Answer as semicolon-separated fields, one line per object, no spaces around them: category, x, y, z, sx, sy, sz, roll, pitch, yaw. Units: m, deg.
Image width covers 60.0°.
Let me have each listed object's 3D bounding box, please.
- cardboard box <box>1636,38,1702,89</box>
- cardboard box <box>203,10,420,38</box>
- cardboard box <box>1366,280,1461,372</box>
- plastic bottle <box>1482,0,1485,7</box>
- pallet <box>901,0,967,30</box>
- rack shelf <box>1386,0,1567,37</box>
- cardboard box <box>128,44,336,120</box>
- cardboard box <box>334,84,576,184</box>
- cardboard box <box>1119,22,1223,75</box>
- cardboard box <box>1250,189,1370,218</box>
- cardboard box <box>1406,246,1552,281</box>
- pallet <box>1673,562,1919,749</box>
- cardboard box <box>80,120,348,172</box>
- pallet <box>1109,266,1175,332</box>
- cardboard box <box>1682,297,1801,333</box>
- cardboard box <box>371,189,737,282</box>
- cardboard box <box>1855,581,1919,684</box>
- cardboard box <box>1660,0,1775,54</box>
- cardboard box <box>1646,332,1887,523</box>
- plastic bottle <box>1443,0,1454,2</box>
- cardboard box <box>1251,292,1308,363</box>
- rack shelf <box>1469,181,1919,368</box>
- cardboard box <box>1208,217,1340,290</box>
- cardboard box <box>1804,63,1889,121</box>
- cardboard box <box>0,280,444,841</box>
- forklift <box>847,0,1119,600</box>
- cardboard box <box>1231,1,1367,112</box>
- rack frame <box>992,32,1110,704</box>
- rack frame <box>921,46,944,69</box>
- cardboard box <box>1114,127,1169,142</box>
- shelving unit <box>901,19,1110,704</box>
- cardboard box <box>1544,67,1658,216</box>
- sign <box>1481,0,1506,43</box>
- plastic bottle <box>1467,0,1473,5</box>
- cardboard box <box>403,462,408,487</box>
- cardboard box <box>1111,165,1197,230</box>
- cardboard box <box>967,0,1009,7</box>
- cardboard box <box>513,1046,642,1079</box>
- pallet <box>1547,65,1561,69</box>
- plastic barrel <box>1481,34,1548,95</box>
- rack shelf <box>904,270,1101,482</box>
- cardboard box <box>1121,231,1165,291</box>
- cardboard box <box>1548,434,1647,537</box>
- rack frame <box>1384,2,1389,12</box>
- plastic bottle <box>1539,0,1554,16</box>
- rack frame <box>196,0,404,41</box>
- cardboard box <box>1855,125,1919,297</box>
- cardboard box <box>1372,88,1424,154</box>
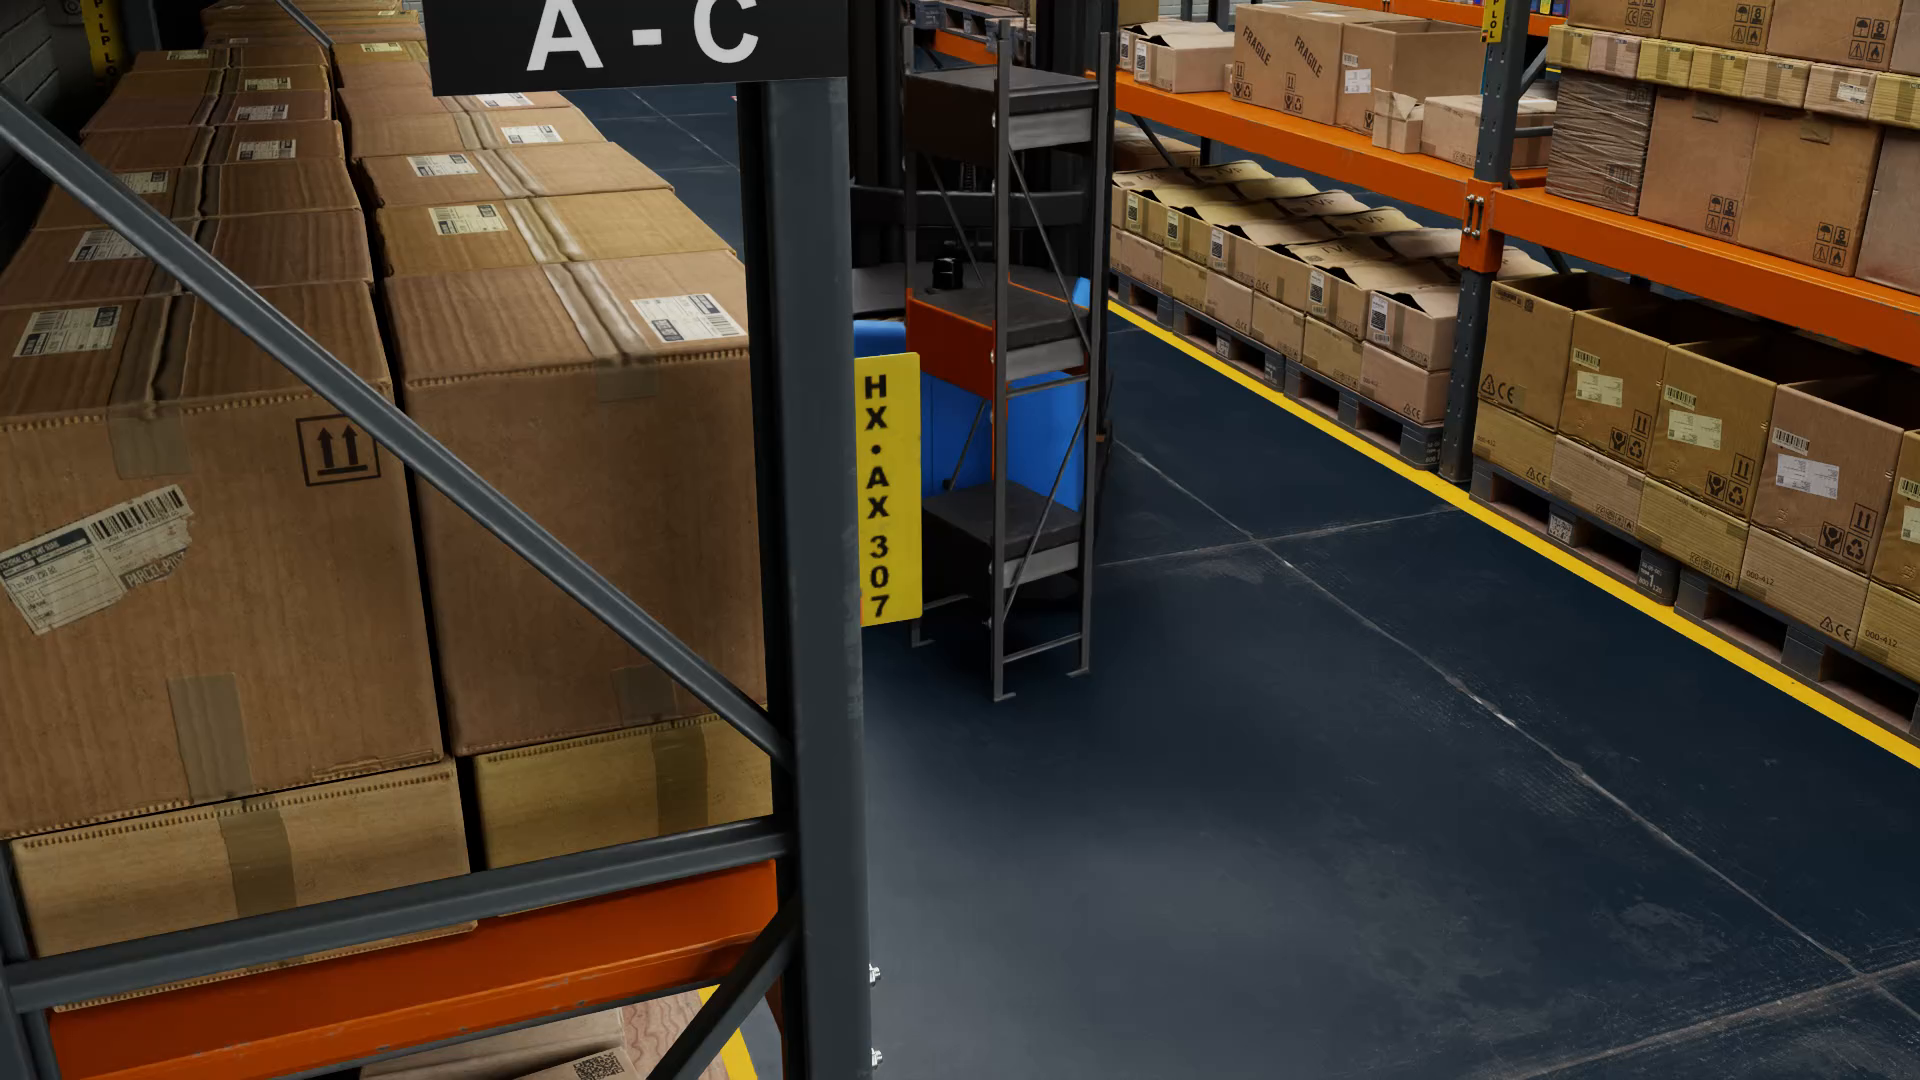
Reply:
cardboard box;2.715;-1.749;6.074;0.380;0.149;0.250;-9;24;-20
cardboard box;-2.352;-1.675;6.166;0.700;0.500;0.500;-6;24;-14
cardboard box;2.209;-1.006;7.552;0.500;0.311;0.500;-8;24;-19
plastic bottle;4.563;-4.684;14.162;0.152;0.276;0.135;-8;24;-19
pallet;-0.026;-4.226;13.162;1.003;0.211;1.213;-8;24;-19
rack shelf;5.136;-4.240;13.874;1.077;0.370;4.000;-8;24;-19
cardboard box;-2.042;-1.119;4.744;0.500;0.500;0.500;-9;24;-20
cardboard box;-1.207;-0.824;4.044;0.500;0.500;0.500;-9;24;-21
cardboard box;1.294;-2.988;10.091;0.500;0.311;0.500;-7;24;-16
cardboard box;1.988;-1.823;9.491;0.500;0.311;0.500;-9;24;-19
cardboard box;2.535;-1.265;8.167;0.500;0.311;0.500;-9;24;-20
pallet;3.296;0.310;5.742;1.003;0.211;1.213;-8;24;-19
cardboard box;-1.499;-0.561;3.421;0.500;0.500;0.500;-8;24;-18
pallet;1.461;-1.577;10.220;1.003;0.211;1.213;-8;24;-19
cardboard box;3.154;-0.664;6.496;0.500;0.500;0.500;-8;24;-19
cardboard box;-0.653;-0.260;2.707;0.500;0.500;0.500;-8;24;-19
cardboard box;3.201;0.298;5.181;0.500;0.250;0.500;-8;24;-19
cardboard box;2.962;-2.013;5.866;0.700;0.500;0.500;-8;24;-19
cardboard box;2.844;-0.411;5.896;0.500;0.500;0.500;-8;24;-19
plastic bottle;4.365;-4.888;14.644;0.152;0.276;0.135;-8;24;-19
cardboard box;1.844;-1.121;8.546;0.500;0.250;0.500;-8;24;-18
rack shelf;3.326;-0.655;5.369;1.077;0.370;4.000;-8;24;-19
cardboard box;1.671;-1.559;8.864;0.500;0.311;0.500;-9;24;-20
cardboard box;2.993;-1.466;5.403;0.380;0.149;0.250;-9;25;-21
cardboard box;-0.965;-0.007;2.106;0.500;0.500;0.500;-9;24;-20
forklift;0.112;-1.671;6.941;1.130;2.935;3.031;3;23;7
cardboard box;1.815;-2.605;8.941;0.500;0.500;0.500;-10;25;-22
rack frame;0.272;-0.476;5.175;0.400;2.100;0.015;-15;27;-32
rack frame;-0.206;-4.620;13.850;1.000;3.000;0.127;-8;24;-19
cardboard box;1.123;-2.612;11.736;0.500;0.500;0.500;-9;25;-21
shelving unit;0.131;-0.553;5.359;0.431;2.100;0.503;-15;27;-32
cardboard box;2.783;-1.599;6.553;0.700;0.500;0.500;-9;24;-20
sign;2.116;-2.132;6.558;0.100;0.325;0.005;-8;24;-19
plastic bottle;4.450;-4.737;14.382;0.097;0.201;0.097;0;23;0
cardboard box;-0.847;-0.113;3.322;0.500;0.250;0.500;-9;24;-20
cardboard box;1.117;-2.121;10.198;0.500;0.311;0.500;-7;24;-17
cardboard box;0.476;-4.226;12.246;0.700;0.500;0.500;-15;27;-32
cardboard box;-0.760;1.194;2.951;0.500;0.311;0.500;-11;25;-25
pallet;8.005;-5.867;20.397;1.003;0.211;1.213;-8;24;-19
plastic barrel;4.855;-4.068;14.700;0.600;0.901;0.708;-8;24;-19
rack shelf;0.131;-0.540;5.364;0.431;0.518;0.480;-15;27;-32
cardboard box;1.296;-1.680;9.874;0.500;0.250;0.500;-9;24;-20
cardboard box;2.672;-0.247;6.474;0.500;0.250;0.500;-8;24;-19
rack frame;4.429;-5.298;15.459;1.000;3.000;0.127;-8;24;-19
plastic bottle;4.784;-4.411;13.503;0.061;0.283;0.133;-8;24;-19
rack frame;-3.426;-2.486;8.785;1.000;3.000;0.127;-8;24;-19
cardboard box;3.331;-1.040;5.226;0.700;0.500;0.500;-8;24;-17
cardboard box;2.138;-1.946;7.677;0.396;0.266;0.258;-9;24;-20
